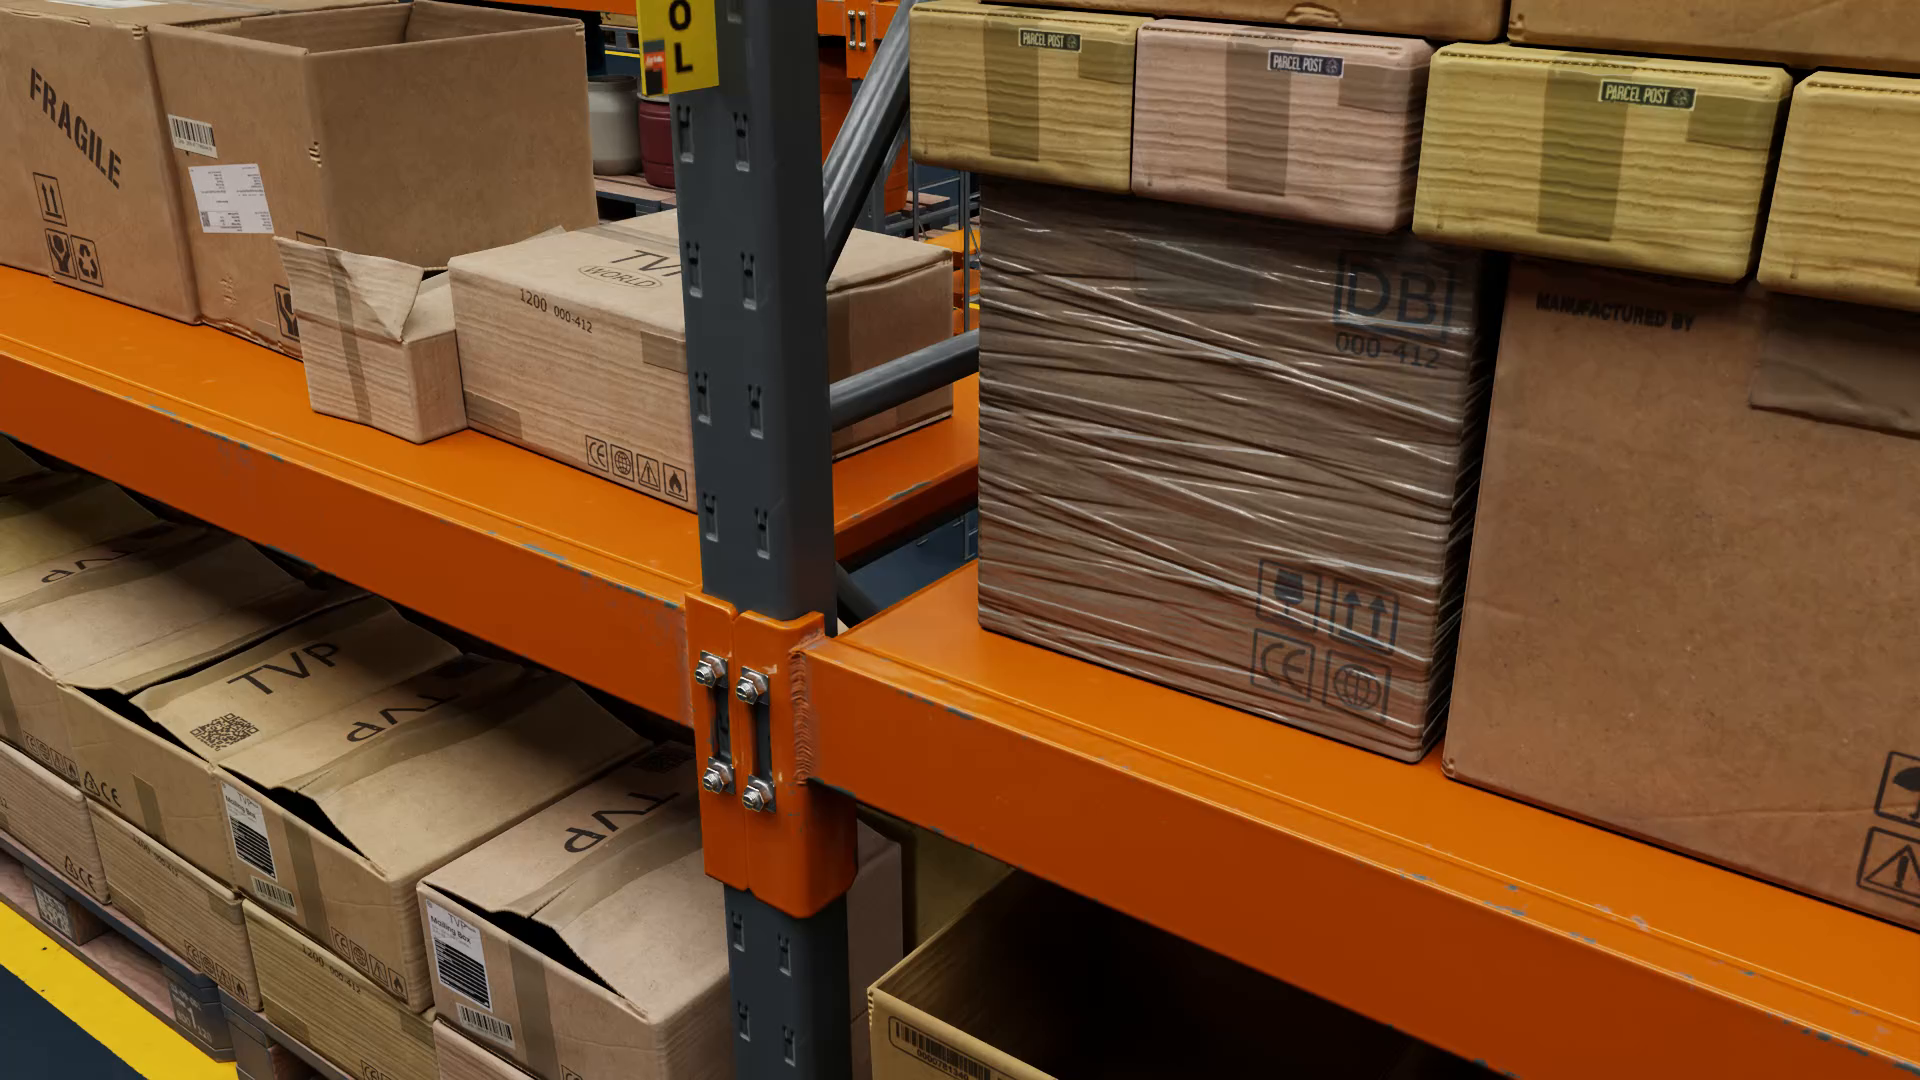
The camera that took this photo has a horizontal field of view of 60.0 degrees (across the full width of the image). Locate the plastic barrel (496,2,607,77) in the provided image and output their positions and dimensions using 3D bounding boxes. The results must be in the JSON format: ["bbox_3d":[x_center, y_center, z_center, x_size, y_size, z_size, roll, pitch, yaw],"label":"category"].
[{"bbox_3d":[-2.373,-2.704,9.749,0.708,0.901,0.600,17,29,33],"label":"plastic barrel"}]

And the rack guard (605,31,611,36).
[{"bbox_3d":[-3.615,-5.208,16.450,0.348,0.500,1.175,17,29,33],"label":"rack guard"}]

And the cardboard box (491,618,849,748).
[{"bbox_3d":[-0.516,0.258,3.139,0.500,0.311,0.500,16,29,33],"label":"cardboard box"}]

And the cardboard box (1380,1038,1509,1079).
[{"bbox_3d":[0.651,0.806,1.661,0.500,0.500,0.500,17,29,33],"label":"cardboard box"}]

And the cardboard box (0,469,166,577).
[{"bbox_3d":[-2.063,0.063,3.580,0.500,0.311,0.500,16,28,32],"label":"cardboard box"}]

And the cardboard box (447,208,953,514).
[{"bbox_3d":[-0.357,-0.285,2.363,0.500,0.250,0.500,19,30,36],"label":"cardboard box"}]

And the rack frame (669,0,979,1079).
[{"bbox_3d":[0.063,-0.249,2.094,0.127,3.000,1.000,17,29,33],"label":"rack frame"}]

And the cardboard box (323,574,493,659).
[{"bbox_3d":[-0.931,0.133,3.422,0.500,0.311,0.500,16,28,32],"label":"cardboard box"}]

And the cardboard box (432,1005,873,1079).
[{"bbox_3d":[-0.443,0.811,2.579,0.500,0.250,0.500,16,29,33],"label":"cardboard box"}]

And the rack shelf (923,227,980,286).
[{"bbox_3d":[0.012,-0.834,4.873,0.180,0.103,0.258,17,29,33],"label":"rack shelf"}]

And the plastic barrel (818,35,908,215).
[{"bbox_3d":[-0.566,-2.125,8.524,0.708,0.830,0.600,17,29,33],"label":"plastic barrel"}]

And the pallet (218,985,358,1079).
[{"bbox_3d":[-0.550,0.862,3.032,1.213,0.211,1.003,17,29,33],"label":"pallet"}]

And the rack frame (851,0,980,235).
[{"bbox_3d":[-0.164,-2.813,7.915,0.127,3.000,1.000,17,29,33],"label":"rack frame"}]

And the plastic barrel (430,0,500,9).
[{"bbox_3d":[-2.940,-2.875,10.138,0.708,0.901,0.600,17,29,33],"label":"plastic barrel"}]

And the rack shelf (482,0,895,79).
[{"bbox_3d":[-1.765,-2.968,9.158,4.000,0.370,1.077,17,29,33],"label":"rack shelf"}]

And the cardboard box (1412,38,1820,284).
[{"bbox_3d":[0.570,-0.341,1.376,0.250,0.149,0.380,16,28,32],"label":"cardboard box"}]

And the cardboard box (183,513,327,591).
[{"bbox_3d":[-1.350,0.009,3.703,0.500,0.311,0.500,18,29,35],"label":"cardboard box"}]

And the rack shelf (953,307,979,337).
[{"bbox_3d":[0.012,-0.615,4.970,0.180,0.103,0.258,17,29,33],"label":"rack shelf"}]

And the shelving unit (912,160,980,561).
[{"bbox_3d":[0.012,-0.546,5.000,0.189,1.200,0.258,17,29,33],"label":"shelving unit"}]

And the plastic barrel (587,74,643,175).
[{"bbox_3d":[-1.975,-2.361,9.452,0.421,0.512,0.421,0,24,0],"label":"plastic barrel"}]

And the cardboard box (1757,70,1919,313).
[{"bbox_3d":[0.781,-0.278,1.233,0.250,0.149,0.380,17,29,33],"label":"cardboard box"}]

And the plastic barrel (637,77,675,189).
[{"bbox_3d":[-1.470,-2.288,9.192,0.708,0.588,0.600,17,29,33],"label":"plastic barrel"}]

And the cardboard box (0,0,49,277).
[{"bbox_3d":[-1.786,-0.861,3.361,0.500,0.500,0.500,15,28,31],"label":"cardboard box"}]

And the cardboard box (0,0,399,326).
[{"bbox_3d":[-1.364,-0.734,3.072,0.500,0.500,0.500,17,29,33],"label":"cardboard box"}]

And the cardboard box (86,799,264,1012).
[{"bbox_3d":[-1.256,0.564,3.139,0.500,0.250,0.500,18,29,34],"label":"cardboard box"}]

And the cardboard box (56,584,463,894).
[{"bbox_3d":[-1.251,0.310,3.020,0.500,0.311,0.500,17,29,33],"label":"cardboard box"}]

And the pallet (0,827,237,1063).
[{"bbox_3d":[-1.531,0.567,3.702,1.213,0.211,1.003,17,29,33],"label":"pallet"}]

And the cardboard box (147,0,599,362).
[{"bbox_3d":[-0.964,-0.613,2.797,0.500,0.500,0.500,19,30,37],"label":"cardboard box"}]

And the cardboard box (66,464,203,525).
[{"bbox_3d":[-1.749,-0.113,3.980,0.500,0.311,0.500,17,29,33],"label":"cardboard box"}]

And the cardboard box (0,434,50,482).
[{"bbox_3d":[-2.470,-0.061,3.862,0.500,0.311,0.500,16,28,32],"label":"cardboard box"}]

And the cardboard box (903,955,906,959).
[{"bbox_3d":[-0.111,0.640,2.967,0.500,0.250,0.500,16,28,32],"label":"cardboard box"}]

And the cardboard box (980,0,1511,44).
[{"bbox_3d":[0.422,-0.783,1.574,0.500,0.500,0.700,17,29,34],"label":"cardboard box"}]

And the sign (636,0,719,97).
[{"bbox_3d":[-0.255,-0.565,1.474,0.005,0.325,0.100,17,29,33],"label":"sign"}]

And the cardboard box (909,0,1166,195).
[{"bbox_3d":[0.162,-0.464,1.654,0.250,0.149,0.380,17,29,33],"label":"cardboard box"}]

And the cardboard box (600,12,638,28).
[{"bbox_3d":[-3.035,-5.437,15.983,0.875,0.875,0.875,17,29,33],"label":"cardboard box"}]

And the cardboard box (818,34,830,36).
[{"bbox_3d":[-0.875,-4.784,14.502,0.875,0.875,0.875,17,29,33],"label":"cardboard box"}]

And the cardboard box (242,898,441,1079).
[{"bbox_3d":[-0.847,0.688,2.858,0.500,0.250,0.500,16,29,33],"label":"cardboard box"}]

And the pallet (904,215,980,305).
[{"bbox_3d":[0.432,-1.337,8.024,1.213,0.211,1.003,17,29,33],"label":"pallet"}]

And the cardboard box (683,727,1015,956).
[{"bbox_3d":[-0.119,0.380,2.860,0.500,0.311,0.500,17,29,33],"label":"cardboard box"}]

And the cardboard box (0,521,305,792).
[{"bbox_3d":[-1.651,0.187,3.299,0.500,0.311,0.500,16,29,33],"label":"cardboard box"}]

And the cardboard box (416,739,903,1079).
[{"bbox_3d":[-0.433,0.555,2.463,0.500,0.311,0.500,17,29,33],"label":"cardboard box"}]

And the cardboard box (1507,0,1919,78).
[{"bbox_3d":[0.827,-0.661,1.297,0.500,0.500,0.700,17,29,33],"label":"cardboard box"}]

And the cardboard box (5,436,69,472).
[{"bbox_3d":[-2.151,-0.236,4.259,0.500,0.311,0.500,16,29,33],"label":"cardboard box"}]

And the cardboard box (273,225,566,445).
[{"bbox_3d":[-0.751,-0.341,2.470,0.258,0.266,0.396,16,28,32],"label":"cardboard box"}]

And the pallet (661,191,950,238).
[{"bbox_3d":[-0.820,-1.714,8.879,1.213,0.211,1.003,17,29,33],"label":"pallet"}]

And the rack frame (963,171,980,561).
[{"bbox_3d":[0.085,-0.523,4.950,0.006,1.200,0.240,17,29,33],"label":"rack frame"}]

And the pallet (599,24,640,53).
[{"bbox_3d":[-2.909,-4.902,16.113,1.213,0.211,1.003,17,29,33],"label":"pallet"}]

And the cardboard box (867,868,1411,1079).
[{"bbox_3d":[0.246,0.687,1.929,0.500,0.500,0.500,17,29,33],"label":"cardboard box"}]

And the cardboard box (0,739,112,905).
[{"bbox_3d":[-1.663,0.441,3.419,0.500,0.250,0.500,18,29,34],"label":"cardboard box"}]

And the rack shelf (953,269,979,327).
[{"bbox_3d":[0.012,-0.725,4.921,0.180,0.103,0.258,17,29,33],"label":"rack shelf"}]

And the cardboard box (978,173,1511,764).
[{"bbox_3d":[0.422,-0.189,1.835,0.500,0.500,0.700,16,28,32],"label":"cardboard box"}]

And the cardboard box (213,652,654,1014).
[{"bbox_3d":[-0.853,0.431,2.744,0.500,0.311,0.500,18,29,35],"label":"cardboard box"}]

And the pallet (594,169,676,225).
[{"bbox_3d":[-1.792,-2.010,9.549,1.213,0.211,1.003,17,29,33],"label":"pallet"}]

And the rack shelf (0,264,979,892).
[{"bbox_3d":[-1.538,-0.403,3.337,4.000,0.370,1.077,17,29,33],"label":"rack shelf"}]

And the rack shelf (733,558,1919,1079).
[{"bbox_3d":[1.663,0.564,1.142,4.000,0.370,1.077,17,29,33],"label":"rack shelf"}]

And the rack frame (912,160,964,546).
[{"bbox_3d":[-0.062,-0.568,5.050,0.006,1.200,0.240,17,29,33],"label":"rack frame"}]

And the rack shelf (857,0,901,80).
[{"bbox_3d":[1.436,-2.000,6.962,4.000,0.370,1.077,17,29,33],"label":"rack shelf"}]

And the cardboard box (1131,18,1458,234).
[{"bbox_3d":[0.362,-0.403,1.517,0.250,0.149,0.380,17,29,34],"label":"cardboard box"}]

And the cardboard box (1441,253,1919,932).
[{"bbox_3d":[0.847,-0.064,1.551,0.500,0.500,0.700,16,29,33],"label":"cardboard box"}]
